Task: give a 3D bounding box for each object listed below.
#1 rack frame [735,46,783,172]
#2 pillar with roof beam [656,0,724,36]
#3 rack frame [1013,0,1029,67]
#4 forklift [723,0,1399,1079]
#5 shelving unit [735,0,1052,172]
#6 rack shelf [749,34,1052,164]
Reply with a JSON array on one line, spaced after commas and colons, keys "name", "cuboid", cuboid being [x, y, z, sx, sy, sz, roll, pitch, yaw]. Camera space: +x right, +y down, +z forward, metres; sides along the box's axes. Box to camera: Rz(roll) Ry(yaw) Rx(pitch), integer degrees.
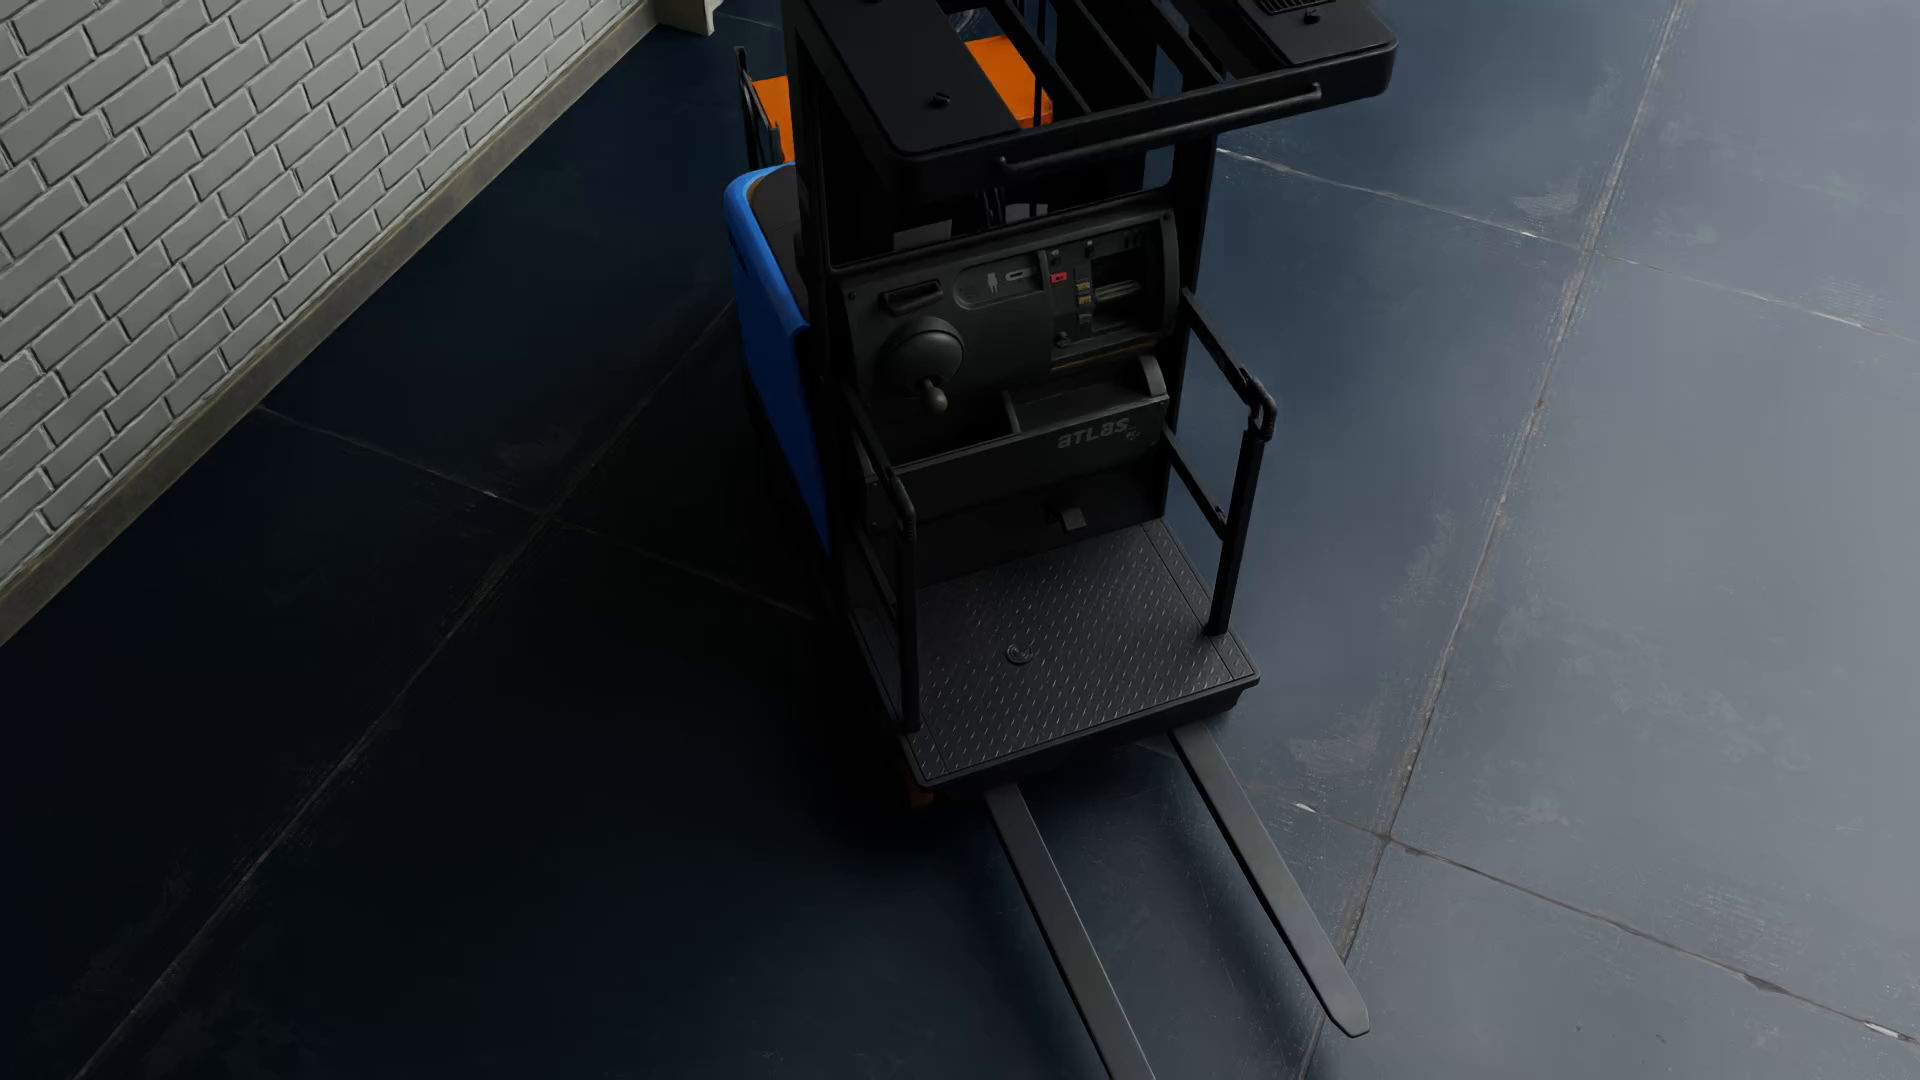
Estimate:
[{"name": "rack frame", "cuboid": [-0.681, -1.152, 5.991, 0.032, 1.125, 0.500, -14, 51, -12]}, {"name": "pillar with roof beam", "cuboid": [2.667, -4.049, 3.286, 9.100, 9.000, 0.400, 20, 52, 16]}, {"name": "rack frame", "cuboid": [0.283, -1.399, 6.201, 0.032, 1.125, 0.500, -14, 51, -12]}, {"name": "forklift", "cuboid": [0.225, -0.503, 4.254, 1.130, 2.935, 3.031, -16, 52, -13]}, {"name": "shelving unit", "cuboid": [-0.199, -1.275, 6.096, 1.048, 1.125, 0.538, -14, 51, -12]}, {"name": "rack shelf", "cuboid": [-0.199, -1.465, 5.873, 1.000, 0.278, 0.538, -14, 51, -12]}]
